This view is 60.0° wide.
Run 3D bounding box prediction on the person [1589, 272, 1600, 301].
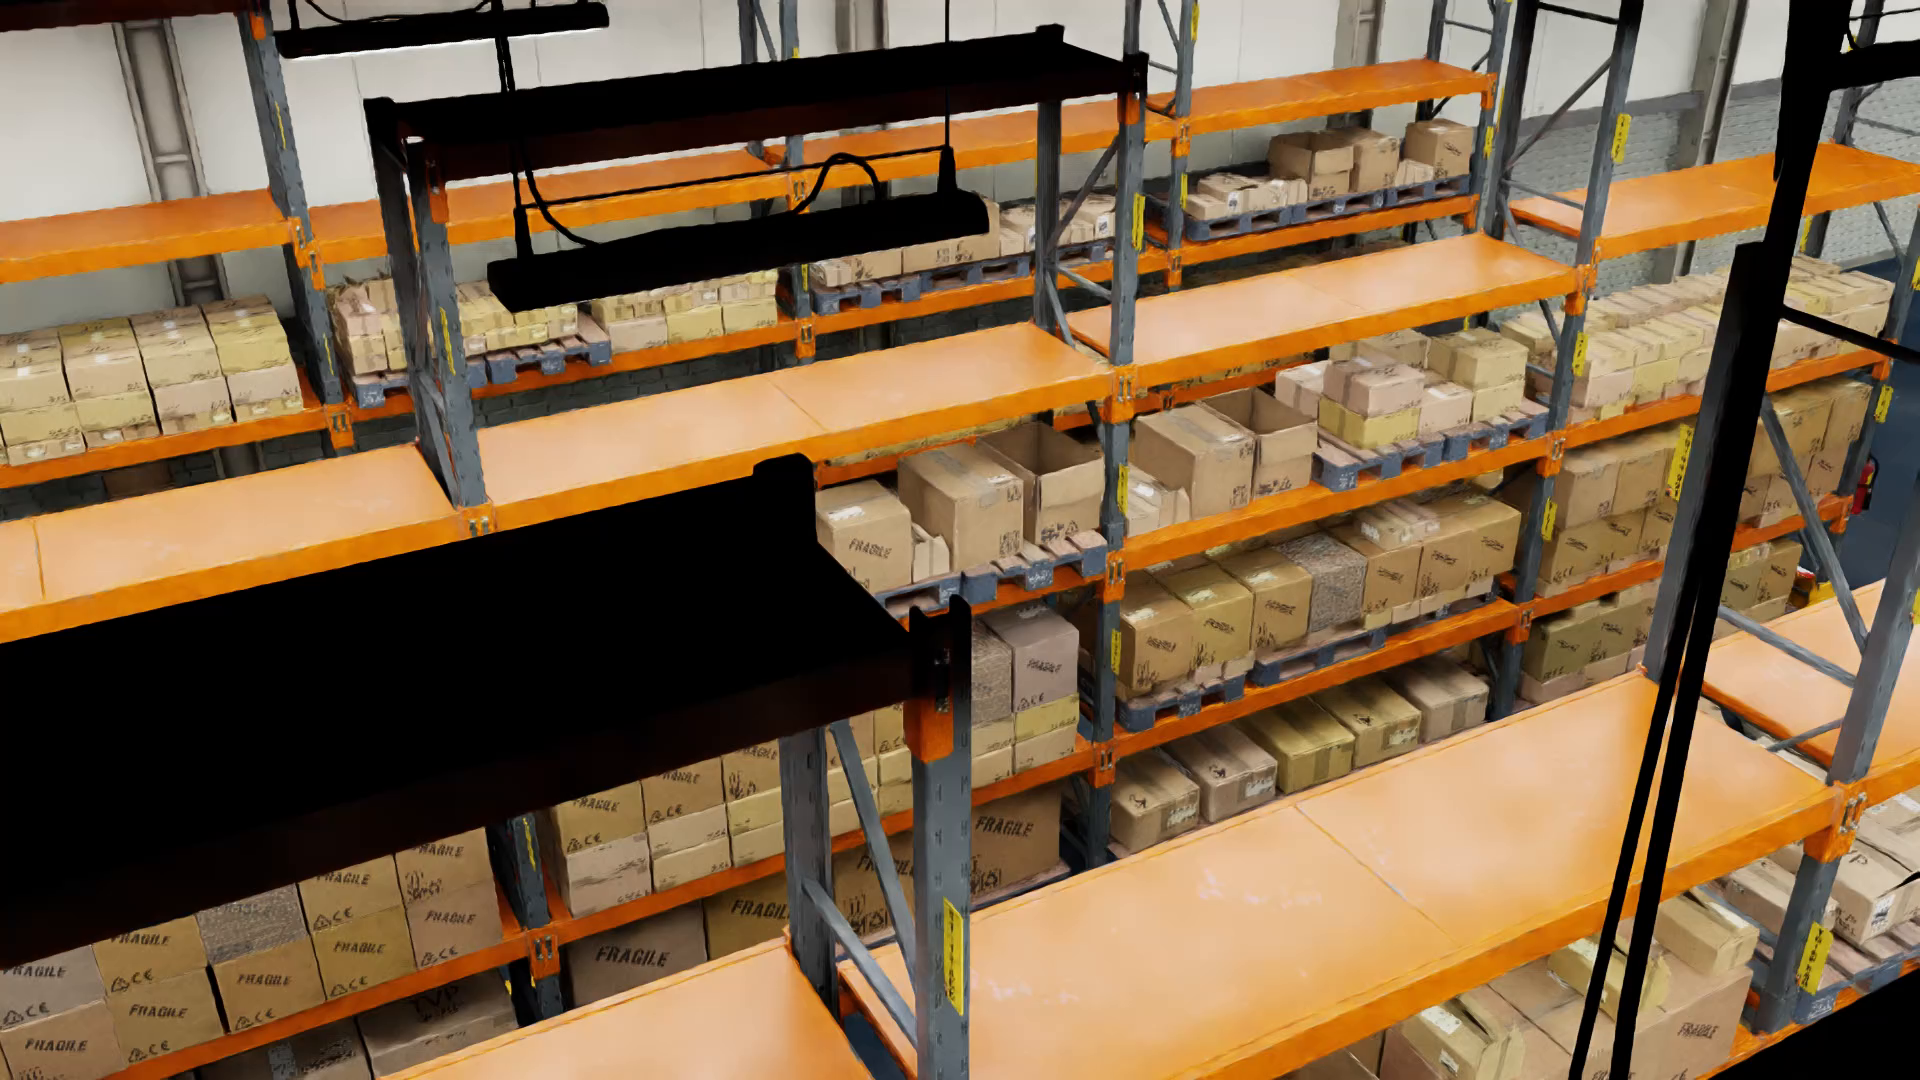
[{"bbox_3d":[7.267,-2.427,19.811,0.524,1.667,0.570,18,33,30],"label":"person"}]
